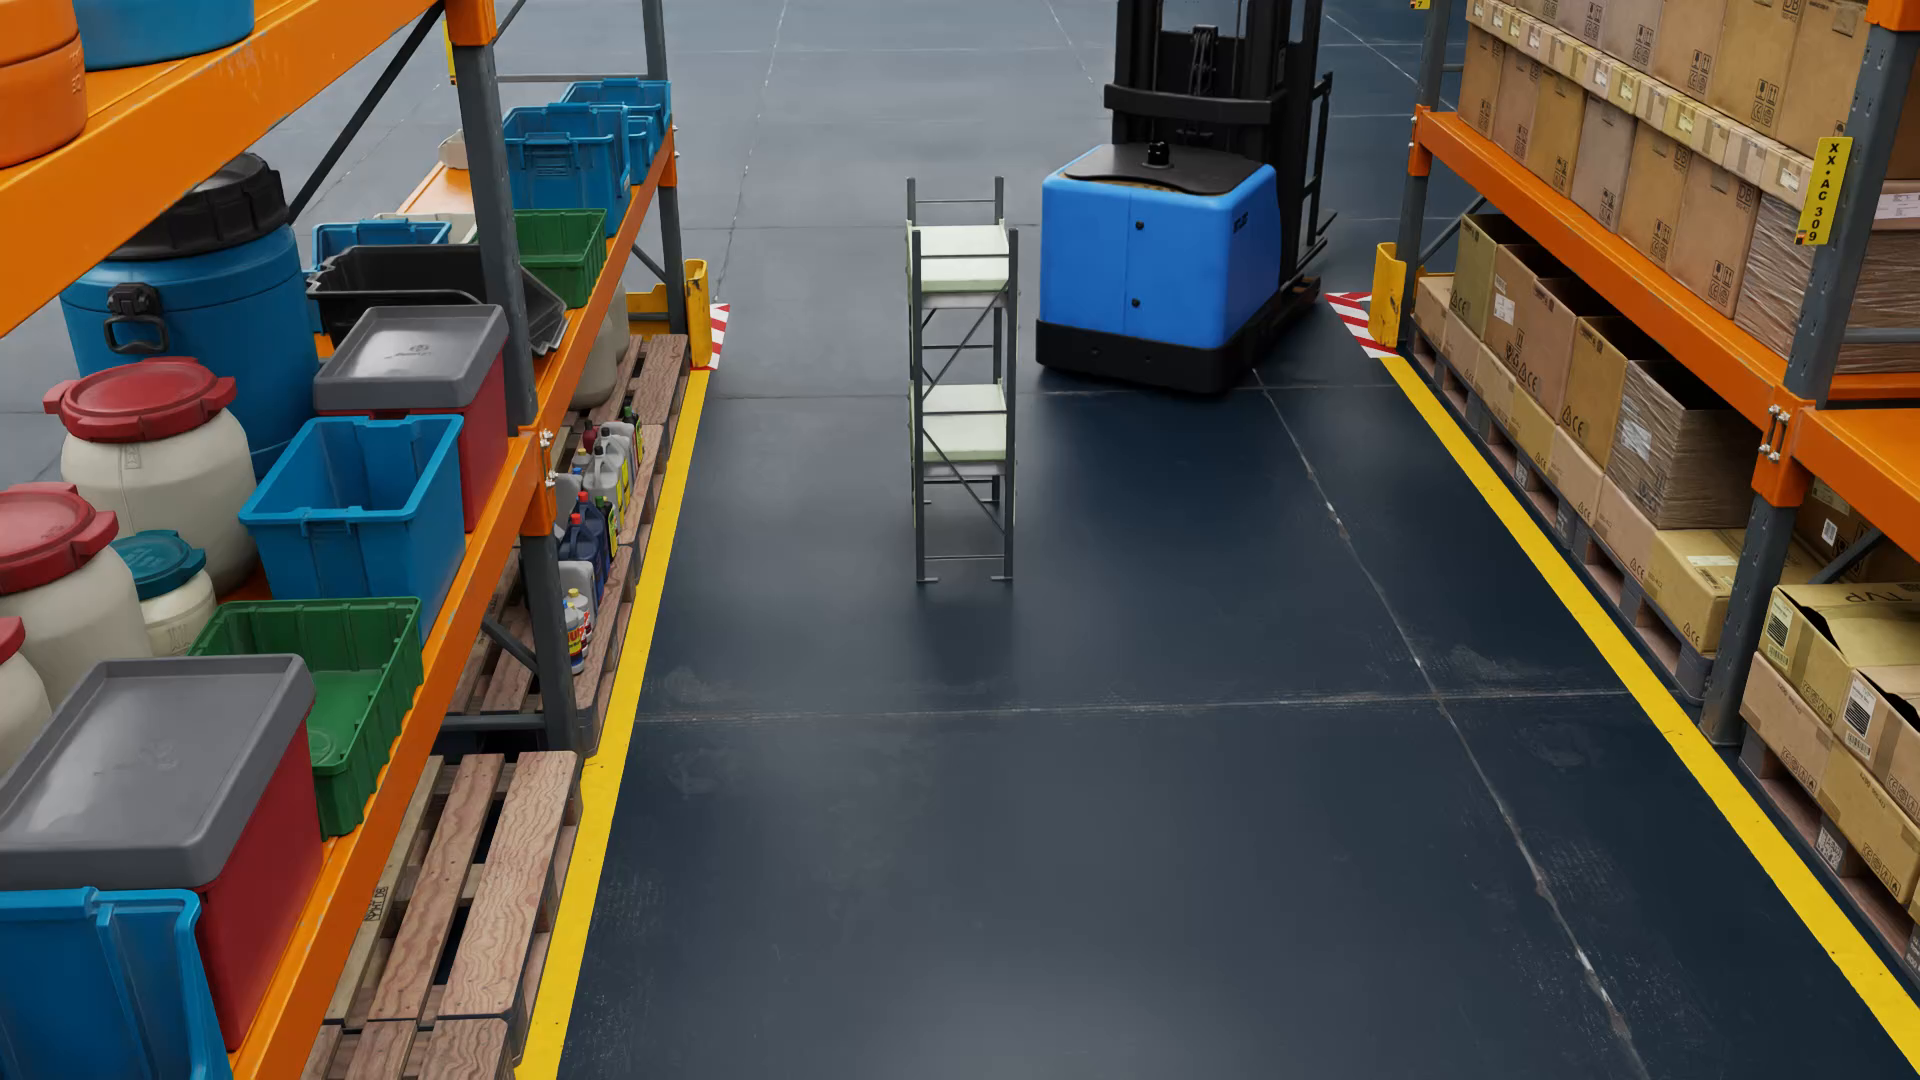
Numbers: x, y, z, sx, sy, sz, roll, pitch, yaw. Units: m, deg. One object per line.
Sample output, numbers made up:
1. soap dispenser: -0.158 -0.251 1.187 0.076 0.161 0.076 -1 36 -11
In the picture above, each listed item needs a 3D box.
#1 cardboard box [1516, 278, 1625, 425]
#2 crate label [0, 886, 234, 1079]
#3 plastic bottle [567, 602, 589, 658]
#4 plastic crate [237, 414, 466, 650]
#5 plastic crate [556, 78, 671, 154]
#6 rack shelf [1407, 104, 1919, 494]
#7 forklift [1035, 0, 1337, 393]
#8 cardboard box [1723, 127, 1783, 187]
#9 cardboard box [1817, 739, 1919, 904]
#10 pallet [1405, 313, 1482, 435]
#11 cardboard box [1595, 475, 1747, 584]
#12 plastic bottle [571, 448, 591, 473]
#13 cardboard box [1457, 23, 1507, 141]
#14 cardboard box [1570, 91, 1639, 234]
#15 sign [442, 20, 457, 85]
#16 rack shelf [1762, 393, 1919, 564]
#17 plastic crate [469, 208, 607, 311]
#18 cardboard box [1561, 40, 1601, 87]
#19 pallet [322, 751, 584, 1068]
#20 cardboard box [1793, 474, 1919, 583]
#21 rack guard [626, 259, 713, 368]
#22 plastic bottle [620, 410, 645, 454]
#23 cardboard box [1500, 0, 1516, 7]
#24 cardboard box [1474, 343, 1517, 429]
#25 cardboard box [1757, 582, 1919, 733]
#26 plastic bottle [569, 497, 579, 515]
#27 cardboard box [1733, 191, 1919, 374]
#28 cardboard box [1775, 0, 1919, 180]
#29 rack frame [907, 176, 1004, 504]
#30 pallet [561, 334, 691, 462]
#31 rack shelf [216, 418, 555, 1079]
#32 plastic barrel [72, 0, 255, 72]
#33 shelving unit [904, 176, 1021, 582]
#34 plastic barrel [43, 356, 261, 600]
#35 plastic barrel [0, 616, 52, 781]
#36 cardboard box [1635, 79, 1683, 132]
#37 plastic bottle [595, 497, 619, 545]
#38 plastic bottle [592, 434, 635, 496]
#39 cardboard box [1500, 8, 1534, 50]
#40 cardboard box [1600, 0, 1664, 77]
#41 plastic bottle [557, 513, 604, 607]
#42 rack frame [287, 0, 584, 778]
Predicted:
1. cardboard box: 2.816 -0.841 7.327 0.500 0.500 0.500 -1 28 -3
2. crate label: -1.376 0.844 2.350 0.502 0.435 0.616 -1 28 -3
3. plastic bottle: -1.387 0.319 5.945 0.097 0.201 0.097 0 28 0
4. plastic crate: -1.435 -0.013 4.049 0.392 0.384 0.575 -1 28 -3
5. plastic crate: -1.687 -2.079 8.154 0.499 0.251 0.616 -1 28 -3
6. rack shelf: 3.039 -1.245 7.171 1.077 0.370 4.000 -1 28 -3
7. forklift: 1.507 -2.707 9.272 1.130 2.935 3.031 13 30 23
8. cardboard box: 2.888 -1.327 5.742 0.380 0.149 0.250 -2 28 -4
9. cardboard box: 2.943 0.821 4.951 0.500 0.250 0.500 -1 28 -1
10. pallet: 3.016 -0.899 8.745 1.003 0.211 1.213 -1 28 -3
11. cardboard box: 2.885 -0.047 6.616 0.500 0.250 0.500 -1 28 -3
12. plastic bottle: -1.609 -0.293 7.119 0.097 0.201 0.097 0 28 0
13. cardboard box: 2.946 -2.316 8.338 0.700 0.500 0.500 -1 28 -3
14. cardboard box: 3.030 -1.601 6.967 0.700 0.500 0.500 -1 28 -1
15. sign: -2.562 -2.481 8.463 0.100 0.325 0.005 -1 28 -3
16. rack shelf: 3.248 0.603 3.629 1.077 0.370 4.000 -1 28 -3
17. plastic crate: -1.592 -1.062 6.271 0.450 0.188 0.662 -1 28 -3
18. cardboard box: 2.809 -2.038 7.104 0.380 0.149 0.250 -2 28 -3
19. pallet: -1.723 1.076 4.959 1.003 0.211 1.213 -1 28 -3
20. cardboard box: 3.432 -0.161 6.024 0.500 0.500 0.500 -1 28 -3
21. rack guard: -1.961 -1.227 9.062 1.175 0.500 0.348 -1 28 -3
22. plastic bottle: -1.478 -0.486 7.489 0.097 0.201 0.097 0 28 0
23. cardboard box: 2.949 -2.866 7.991 0.700 0.500 0.500 -1 28 -2
24. cardboard box: 2.796 -0.739 7.943 0.500 0.250 0.500 -1 28 -3
25. cardboard box: 2.916 0.341 5.265 0.500 0.311 0.500 -1 28 -2
26. plastic bottle: -1.486 -0.044 6.566 0.097 0.271 0.097 0 28 0
27. cardboard box: 3.114 -0.889 5.603 0.700 0.500 0.500 -2 28 -4
28. cardboard box: 3.114 -1.464 5.303 0.700 0.500 0.500 -1 28 -2
29. rack frame: -0.019 -0.837 7.233 0.400 1.500 0.023 -1 28 -3
30. pallet: -1.924 -0.724 8.409 1.003 0.211 1.213 -1 28 -3
31. rack shelf: -1.699 0.721 3.403 1.077 0.370 4.000 -1 28 -3
32. plastic barrel: -1.492 -1.241 2.599 0.600 0.901 0.708 -1 28 -3
33. shelving unit: 0.000 -0.668 6.909 0.431 1.500 0.755 -1 28 -3
34. plastic barrel: -1.972 -0.135 4.119 0.433 0.535 0.433 0 28 0
35. plastic barrel: -1.911 0.403 3.086 0.433 0.535 0.433 0 28 0
36. cardboard box: 2.851 -1.679 6.415 0.380 0.149 0.250 -1 28 -1
37. plastic bottle: -1.432 -0.078 6.705 0.097 0.201 0.097 0 28 0
38. plastic bottle: -1.485 -0.338 7.124 0.152 0.276 0.135 -2 28 -4
39. cardboard box: 2.768 -2.396 7.790 0.380 0.149 0.250 -1 28 -2
40. cardboard box: 3.035 -2.160 6.636 0.700 0.500 0.500 -1 28 -3
41. plastic bottle: -1.431 0.075 6.252 0.144 0.351 0.185 -1 28 -1
42. rack frame: -1.803 -0.522 5.007 1.000 3.000 0.127 -1 28 -3
